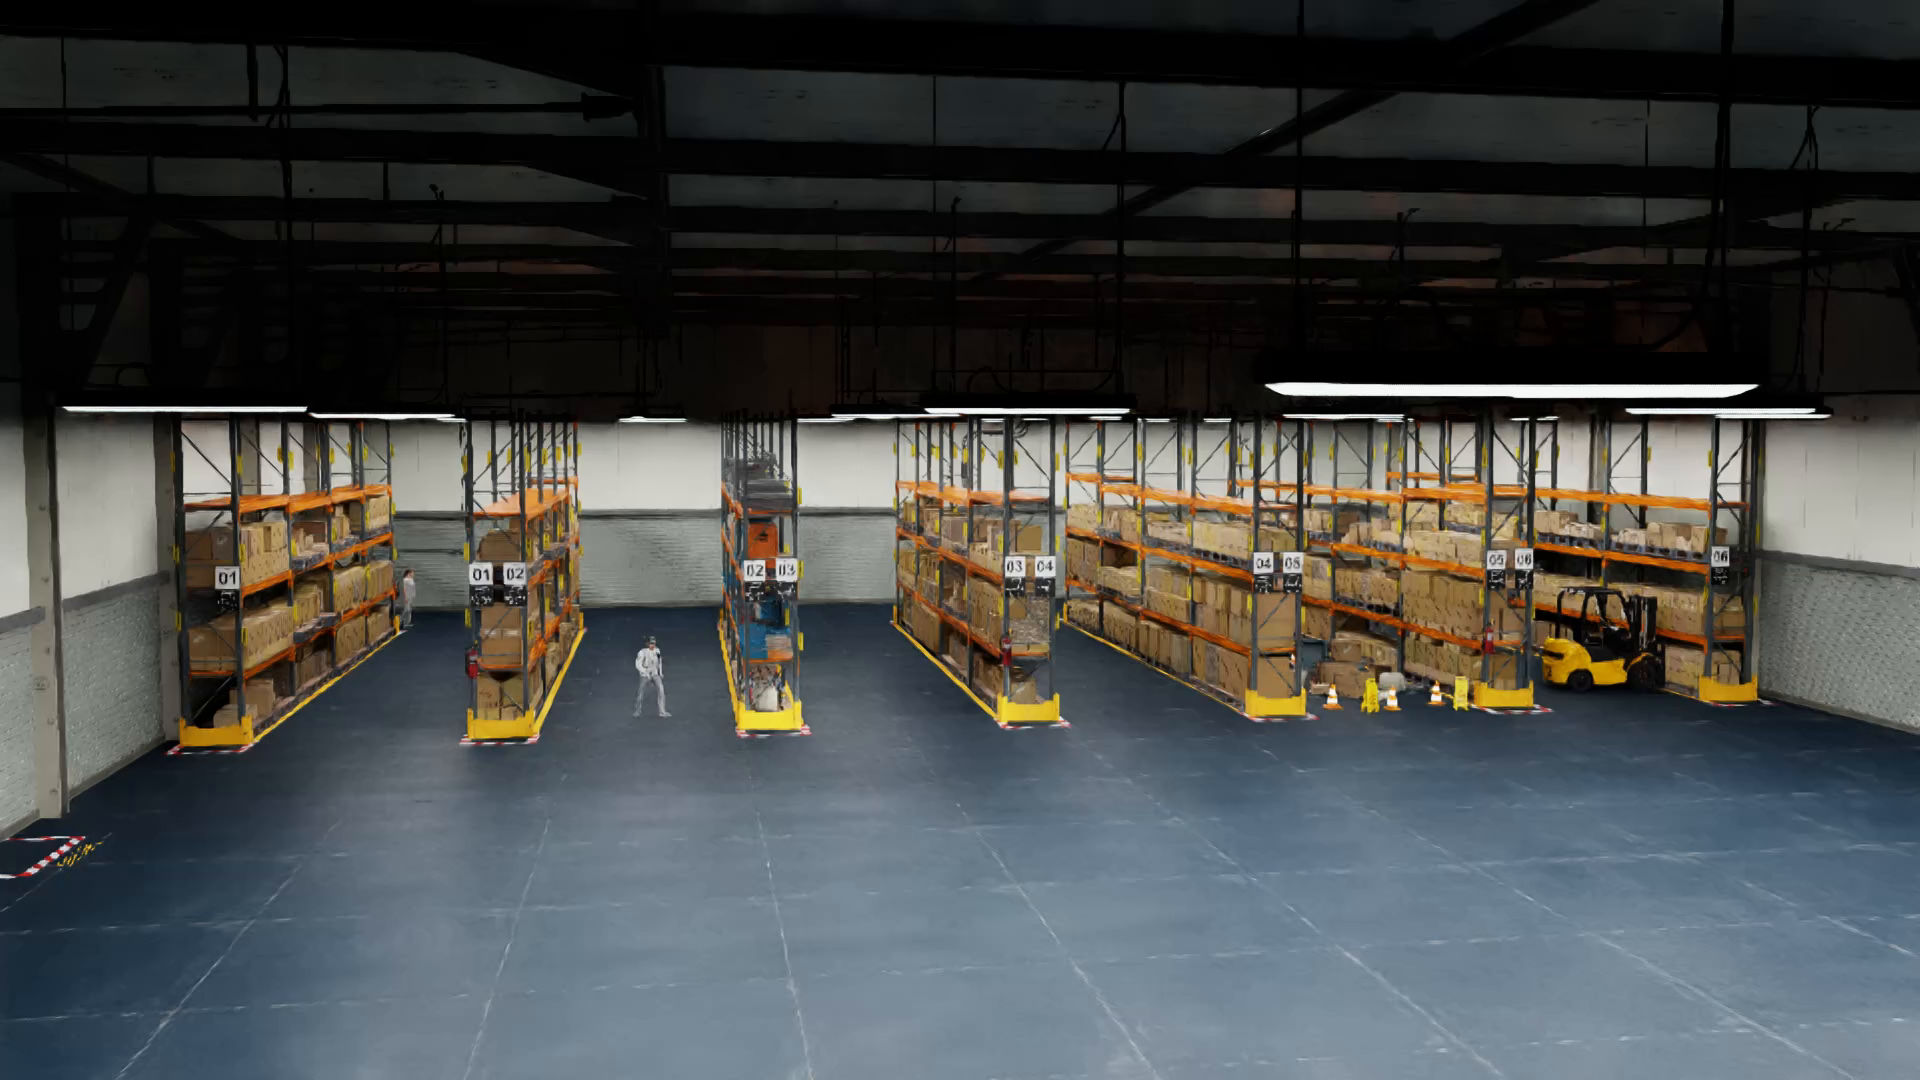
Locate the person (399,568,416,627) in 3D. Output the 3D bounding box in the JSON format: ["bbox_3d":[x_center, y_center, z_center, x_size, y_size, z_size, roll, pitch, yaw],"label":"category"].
[{"bbox_3d":[-15.610,1.615,46.821,0.447,1.667,0.627,1,4,16],"label":"person"}]

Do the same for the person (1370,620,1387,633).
[{"bbox_3d":[11.454,1.696,45.645,0.556,1.662,0.588,1,4,16],"label":"person"}]

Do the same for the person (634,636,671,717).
[{"bbox_3d":[-6.069,2.642,32.526,0.637,1.603,0.813,-2,4,-27],"label":"person"}]
